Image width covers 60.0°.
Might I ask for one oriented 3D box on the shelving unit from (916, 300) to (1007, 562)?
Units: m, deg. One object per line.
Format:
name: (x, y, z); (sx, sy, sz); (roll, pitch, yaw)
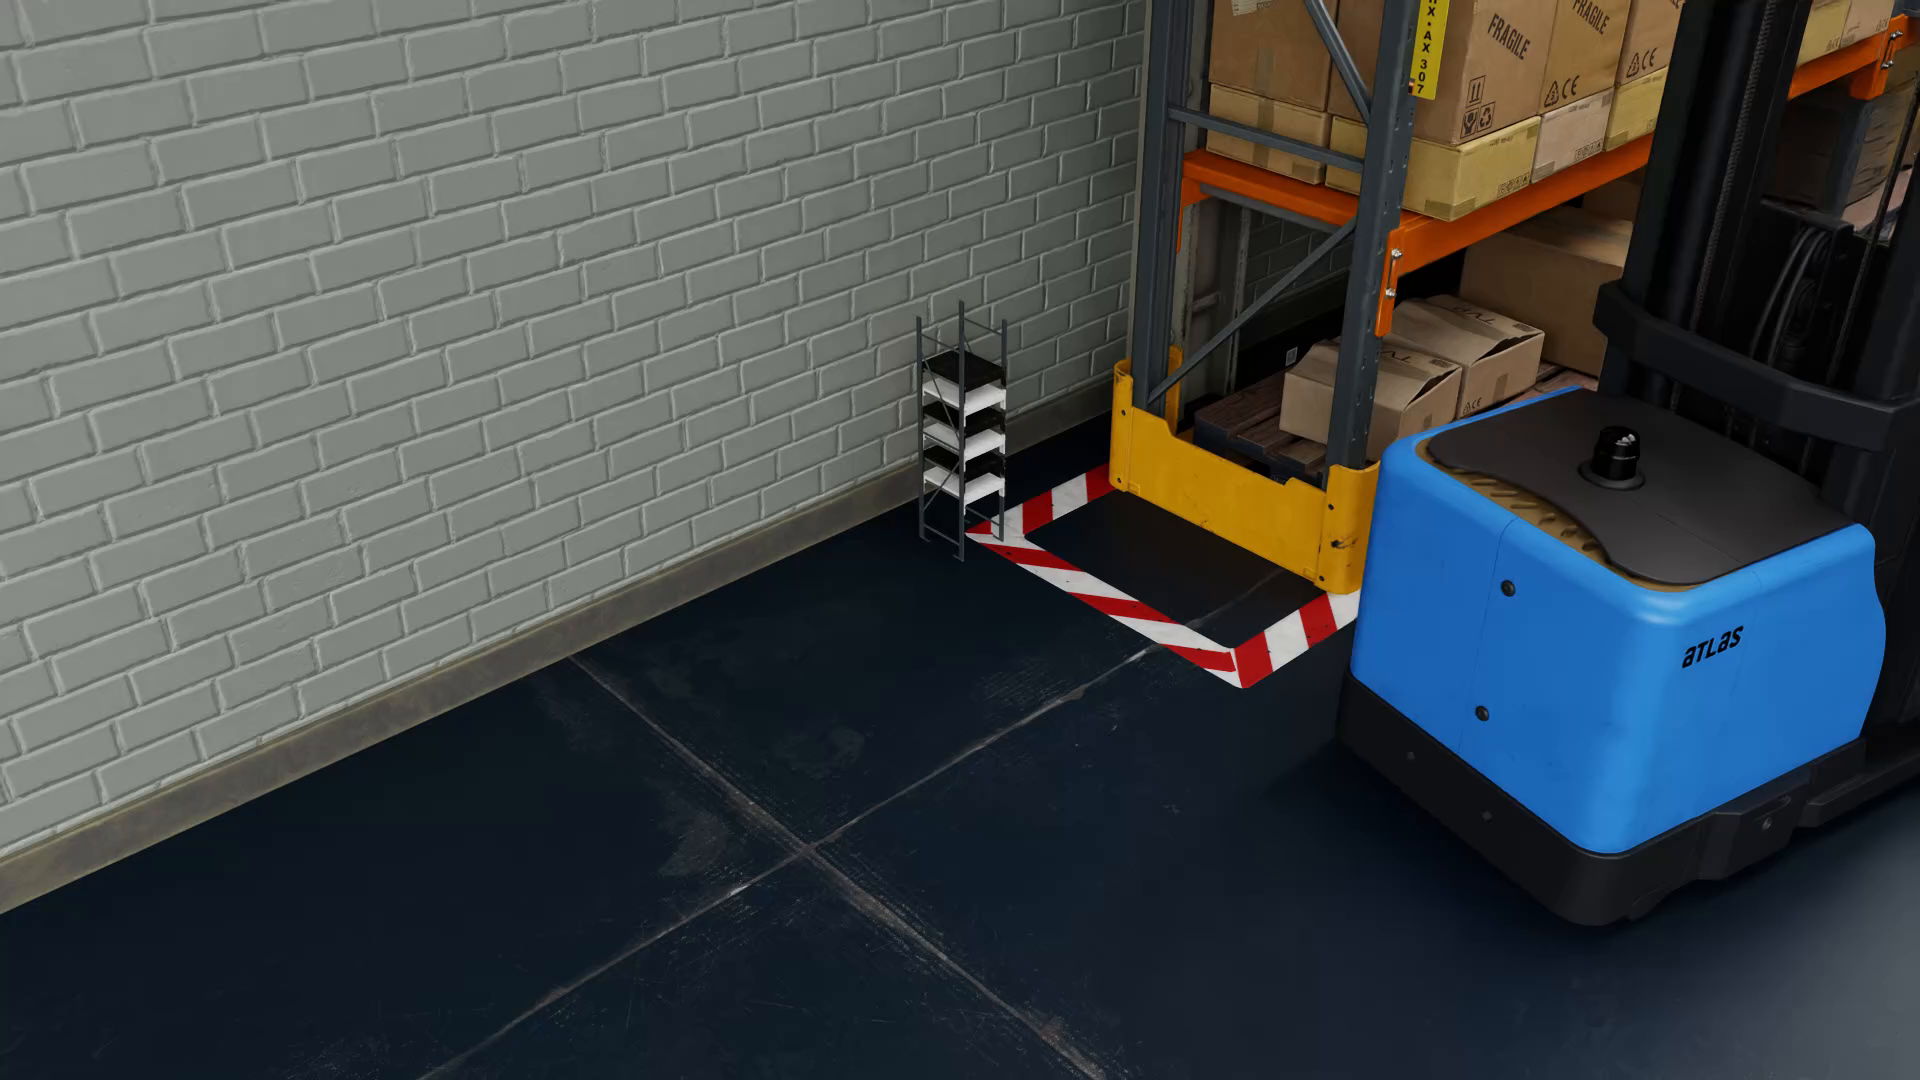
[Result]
shelving unit: (0.006, -0.387, 6.020); (0.210, 0.900, 0.258); (-26, 40, -35)

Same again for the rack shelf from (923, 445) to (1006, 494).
rack shelf: (0.006, -0.282, 6.084); (0.200, 0.077, 0.258); (-26, 40, -35)

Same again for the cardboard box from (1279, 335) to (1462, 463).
cardboard box: (1.601, -0.579, 6.478); (0.500, 0.311, 0.500); (24, 39, 34)

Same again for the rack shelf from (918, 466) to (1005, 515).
rack shelf: (0.006, -0.205, 6.131); (0.200, 0.077, 0.258); (-26, 40, -35)

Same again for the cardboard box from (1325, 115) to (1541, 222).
cardboard box: (1.606, -1.324, 5.665); (0.500, 0.250, 0.500); (-27, 41, -37)

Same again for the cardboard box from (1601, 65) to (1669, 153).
cardboard box: (2.355, -1.692, 6.266); (0.500, 0.250, 0.500); (-27, 40, -36)

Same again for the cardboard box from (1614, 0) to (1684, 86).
cardboard box: (2.339, -1.999, 6.050); (0.500, 0.500, 0.500); (-27, 41, -37)

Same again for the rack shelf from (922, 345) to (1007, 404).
rack shelf: (0.006, -0.589, 5.896); (0.200, 0.077, 0.258); (-26, 40, -35)

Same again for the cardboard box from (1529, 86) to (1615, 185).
cardboard box: (1.977, -1.514, 5.975); (0.500, 0.250, 0.500); (-27, 41, -37)

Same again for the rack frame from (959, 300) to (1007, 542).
rack frame: (0.080, -0.423, 6.079); (0.006, 0.900, 0.240); (-26, 40, -35)

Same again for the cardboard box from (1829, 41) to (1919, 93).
cardboard box: (4.815, -2.613, 8.903); (0.500, 0.250, 0.500); (-27, 40, -36)

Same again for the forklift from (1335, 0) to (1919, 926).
forklift: (2.695, -0.772, 4.703); (3.031, 2.935, 1.130); (-17, 35, -25)

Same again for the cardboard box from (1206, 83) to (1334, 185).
cardboard box: (1.244, -1.512, 5.973); (0.500, 0.250, 0.500); (-25, 39, -35)

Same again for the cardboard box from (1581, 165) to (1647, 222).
cardboard box: (3.232, -1.484, 7.777); (0.500, 0.500, 0.500); (26, 40, 35)

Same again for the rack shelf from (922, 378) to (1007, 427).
rack shelf: (0.006, -0.512, 5.943); (0.200, 0.077, 0.258); (-26, 40, -35)

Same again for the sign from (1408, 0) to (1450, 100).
sign: (1.402, -1.490, 4.981); (0.005, 0.325, 0.100); (-26, 40, -35)

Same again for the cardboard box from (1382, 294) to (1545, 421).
cardboard box: (2.019, -0.782, 6.809); (0.500, 0.311, 0.500); (-22, 38, -32)

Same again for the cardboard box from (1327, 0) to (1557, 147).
cardboard box: (1.587, -1.647, 5.473); (0.500, 0.500, 0.500); (-26, 40, -35)

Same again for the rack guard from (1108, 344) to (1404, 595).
rack guard: (1.088, -0.288, 6.242); (0.348, 0.500, 1.175); (-26, 40, -35)

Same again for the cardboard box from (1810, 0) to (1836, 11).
cardboard box: (3.467, -2.546, 6.944); (0.500, 0.500, 0.500); (-26, 40, -36)

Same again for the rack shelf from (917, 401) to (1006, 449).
rack shelf: (0.006, -0.435, 5.990); (0.200, 0.077, 0.258); (-26, 40, -35)

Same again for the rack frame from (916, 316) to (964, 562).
rack frame: (-0.069, -0.351, 5.961); (0.006, 0.900, 0.240); (-26, 40, -35)

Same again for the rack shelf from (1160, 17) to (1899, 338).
rack shelf: (2.499, -1.730, 6.894); (4.000, 0.370, 1.077); (-26, 40, -35)

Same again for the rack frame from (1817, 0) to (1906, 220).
rack frame: (3.966, -2.747, 7.866); (0.127, 3.000, 1.000); (-26, 40, -35)

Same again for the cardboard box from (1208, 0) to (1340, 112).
cardboard box: (1.234, -1.841, 5.791); (0.500, 0.500, 0.500); (-26, 40, -36)

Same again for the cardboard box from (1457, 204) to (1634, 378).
cardboard box: (2.591, -1.103, 7.154); (0.700, 0.500, 0.500); (26, 40, 36)

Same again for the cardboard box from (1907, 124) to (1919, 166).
cardboard box: (5.241, -2.503, 9.443); (0.500, 0.500, 0.700); (-25, 40, -35)

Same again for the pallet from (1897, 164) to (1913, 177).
pallet: (5.431, -2.269, 9.758); (1.213, 0.211, 1.003); (-26, 40, -35)

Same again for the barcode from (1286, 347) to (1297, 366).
barcode: (1.343, -0.743, 6.736); (0.075, 0.075, 0.001); (-26, 40, -35)

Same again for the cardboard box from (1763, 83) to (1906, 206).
cardboard box: (4.494, -2.135, 8.841); (0.500, 0.500, 0.700); (-24, 39, -34)

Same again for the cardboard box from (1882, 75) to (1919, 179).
cardboard box: (4.839, -2.338, 9.172); (0.500, 0.500, 0.700); (-27, 40, -36)

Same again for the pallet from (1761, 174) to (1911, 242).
pallet: (4.536, -1.834, 9.046); (1.213, 0.211, 1.003); (-26, 40, -35)

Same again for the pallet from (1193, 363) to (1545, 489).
pallet: (1.708, -0.440, 6.767); (1.213, 0.211, 1.003); (-26, 40, -35)

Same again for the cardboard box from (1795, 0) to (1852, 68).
cardboard box: (3.454, -2.234, 7.152); (0.500, 0.250, 0.500); (-26, 40, -35)

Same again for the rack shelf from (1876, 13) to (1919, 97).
rack shelf: (5.432, -3.149, 9.214); (4.000, 0.370, 1.077); (-26, 40, -35)

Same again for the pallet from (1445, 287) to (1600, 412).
pallet: (2.602, -0.870, 7.471); (1.213, 0.211, 1.003); (-26, 40, -35)

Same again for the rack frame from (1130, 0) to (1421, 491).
rack frame: (1.033, -1.328, 5.546); (0.127, 3.000, 1.000); (-26, 40, -35)

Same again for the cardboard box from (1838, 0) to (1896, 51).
cardboard box: (3.825, -2.407, 7.436); (0.500, 0.250, 0.500); (-26, 40, -35)

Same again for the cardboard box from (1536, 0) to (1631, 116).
cardboard box: (1.956, -1.818, 5.754); (0.500, 0.500, 0.500); (-26, 40, -35)

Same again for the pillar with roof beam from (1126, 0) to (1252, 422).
pillar with roof beam: (3.885, -2.820, 2.235); (0.400, 9.000, 9.100); (-26, 40, -35)

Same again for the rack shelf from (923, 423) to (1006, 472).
rack shelf: (0.006, -0.358, 6.037); (0.200, 0.077, 0.258); (-26, 40, -35)
